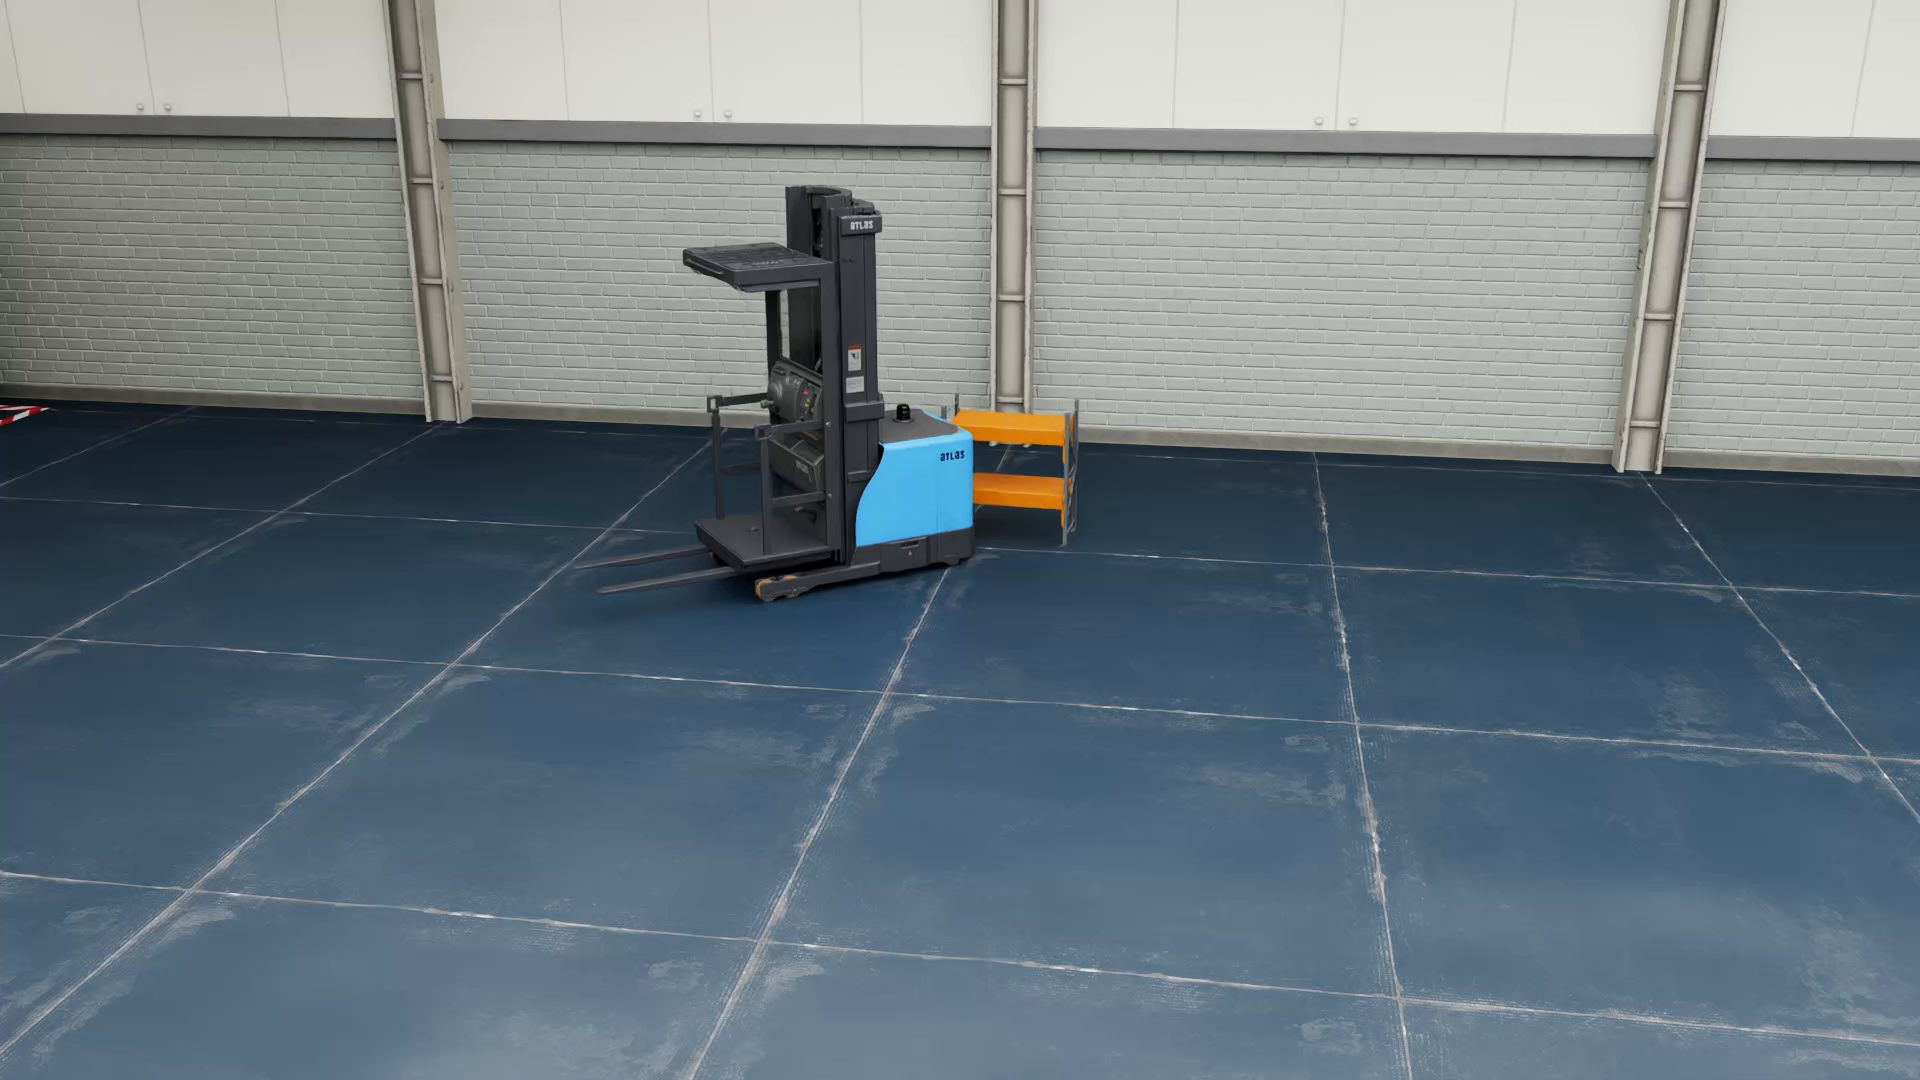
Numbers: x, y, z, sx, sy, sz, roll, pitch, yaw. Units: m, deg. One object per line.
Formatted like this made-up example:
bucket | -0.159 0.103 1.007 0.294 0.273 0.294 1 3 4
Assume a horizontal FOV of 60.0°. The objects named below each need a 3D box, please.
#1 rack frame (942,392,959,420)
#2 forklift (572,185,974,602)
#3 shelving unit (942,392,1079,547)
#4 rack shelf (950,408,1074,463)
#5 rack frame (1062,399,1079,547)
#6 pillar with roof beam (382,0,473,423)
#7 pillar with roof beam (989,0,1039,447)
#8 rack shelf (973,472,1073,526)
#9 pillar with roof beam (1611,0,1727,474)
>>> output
rack frame | -0.079 -0.628 13.907 0.032 1.125 0.500 4 19 12
forklift | -1.430 -1.119 12.530 3.031 2.935 1.130 -10 21 -27
shelving unit | 0.416 -0.591 13.797 1.048 1.125 0.538 4 19 12
rack shelf | 0.416 -0.869 13.705 1.000 0.278 0.538 4 19 12
rack frame | 0.912 -0.555 13.688 0.032 1.125 0.500 4 19 12
pillar with roof beam | -6.094 -4.204 12.185 0.400 9.000 9.100 3 19 9
pillar with roof beam | -0.169 -3.902 11.283 0.400 9.000 9.100 3 19 9
rack shelf | 0.416 -0.359 13.875 1.000 0.278 0.538 4 19 12
pillar with roof beam | 5.755 -3.600 10.380 0.400 9.000 9.100 3 19 9
